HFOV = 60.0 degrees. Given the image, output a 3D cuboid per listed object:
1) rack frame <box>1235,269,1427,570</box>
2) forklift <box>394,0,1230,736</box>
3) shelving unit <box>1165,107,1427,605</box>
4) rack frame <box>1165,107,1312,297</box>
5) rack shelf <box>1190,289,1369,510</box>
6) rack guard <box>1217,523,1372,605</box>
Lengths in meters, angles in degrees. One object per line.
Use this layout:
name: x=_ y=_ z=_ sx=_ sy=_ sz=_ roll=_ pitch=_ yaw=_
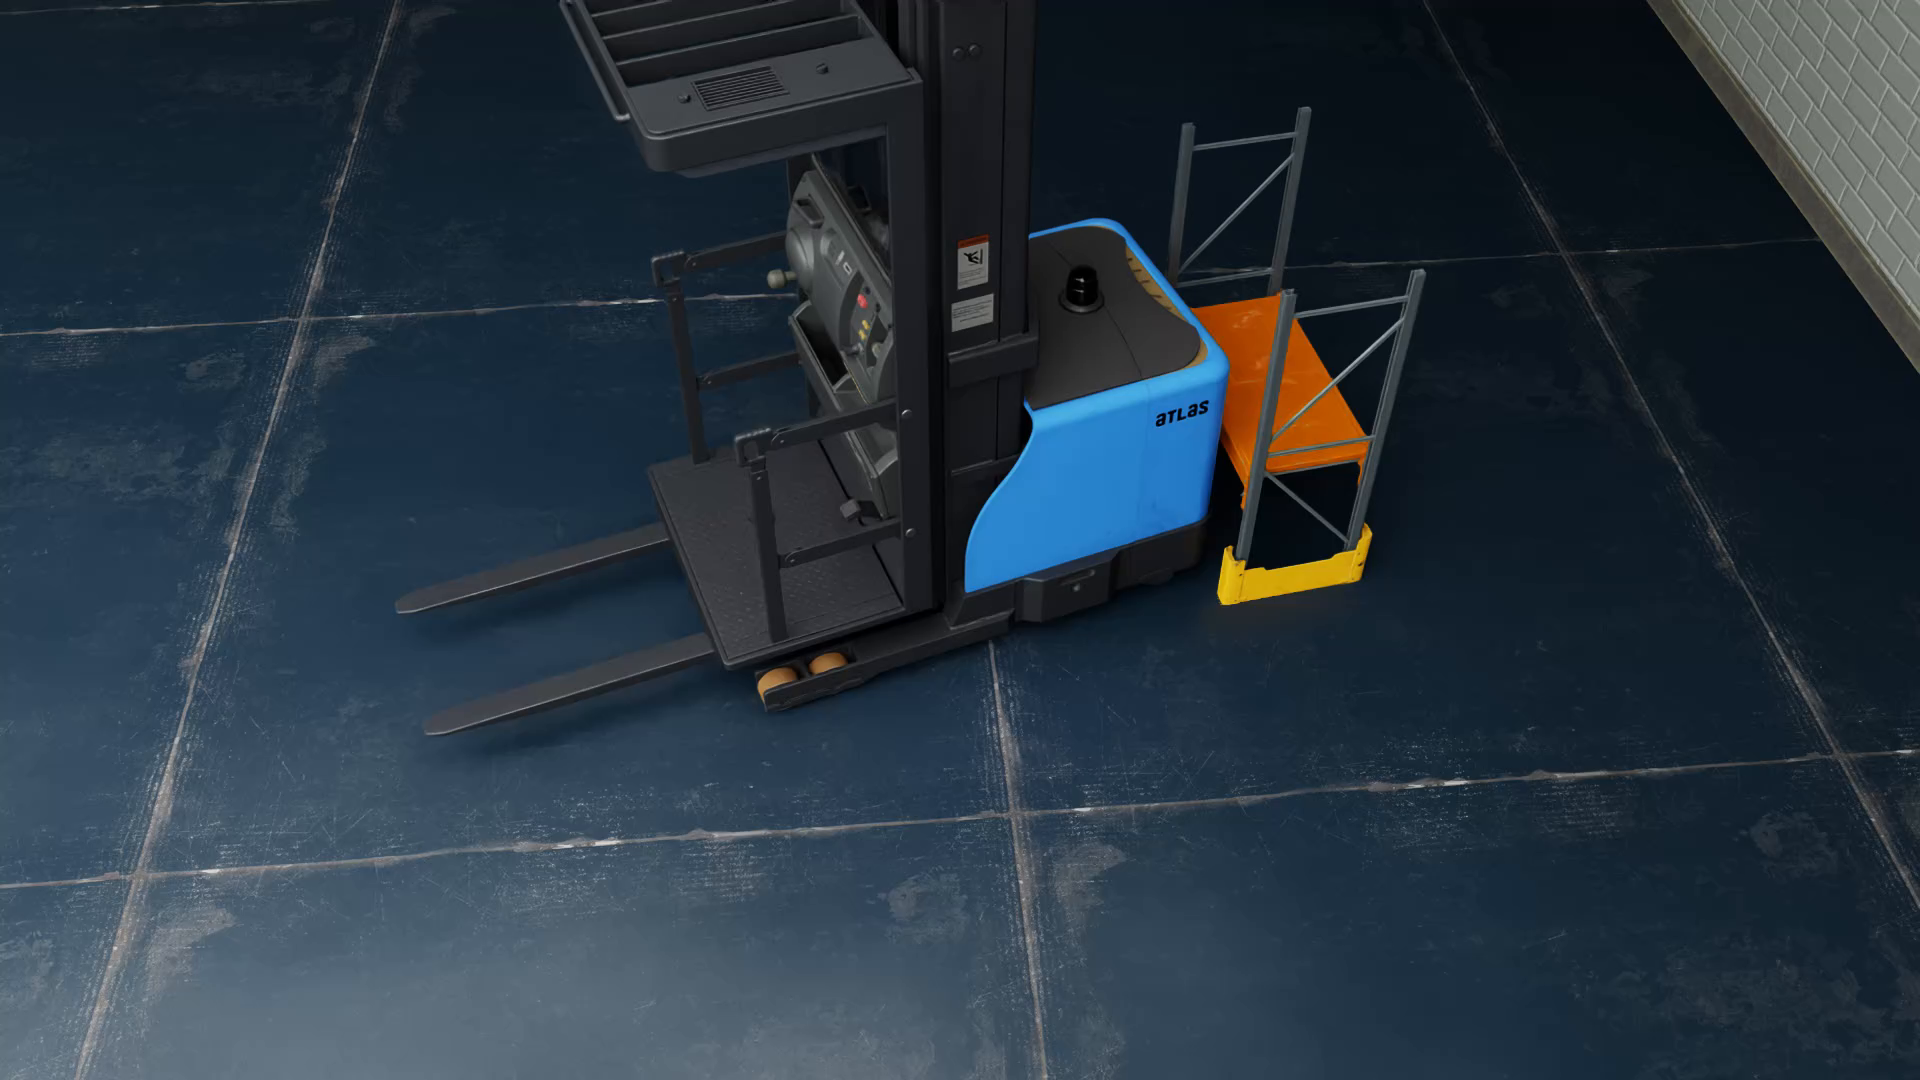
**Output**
rack frame: x=1.304 y=-0.335 z=6.035 sx=0.500 sy=1.500 sz=0.032 roll=-10 pitch=47 yaw=-9
forklift: x=-0.590 y=-0.815 z=5.503 sx=3.031 sy=2.935 sz=1.130 roll=-17 pitch=49 yaw=-15
shelving unit: x=1.187 y=-0.688 z=6.369 sx=0.587 sy=1.500 sz=1.083 roll=-10 pitch=47 yaw=-9
rack frame: x=1.066 y=-1.053 z=6.714 sx=0.500 sy=1.500 sz=0.032 roll=-10 pitch=47 yaw=-9
rack shelf: x=1.185 y=-0.571 z=6.505 sx=0.538 sy=0.185 sz=1.000 roll=-10 pitch=47 yaw=-9
rack guard: x=1.303 y=0.093 z=6.489 sx=0.587 sy=0.250 sz=0.087 roll=-10 pitch=47 yaw=-9
